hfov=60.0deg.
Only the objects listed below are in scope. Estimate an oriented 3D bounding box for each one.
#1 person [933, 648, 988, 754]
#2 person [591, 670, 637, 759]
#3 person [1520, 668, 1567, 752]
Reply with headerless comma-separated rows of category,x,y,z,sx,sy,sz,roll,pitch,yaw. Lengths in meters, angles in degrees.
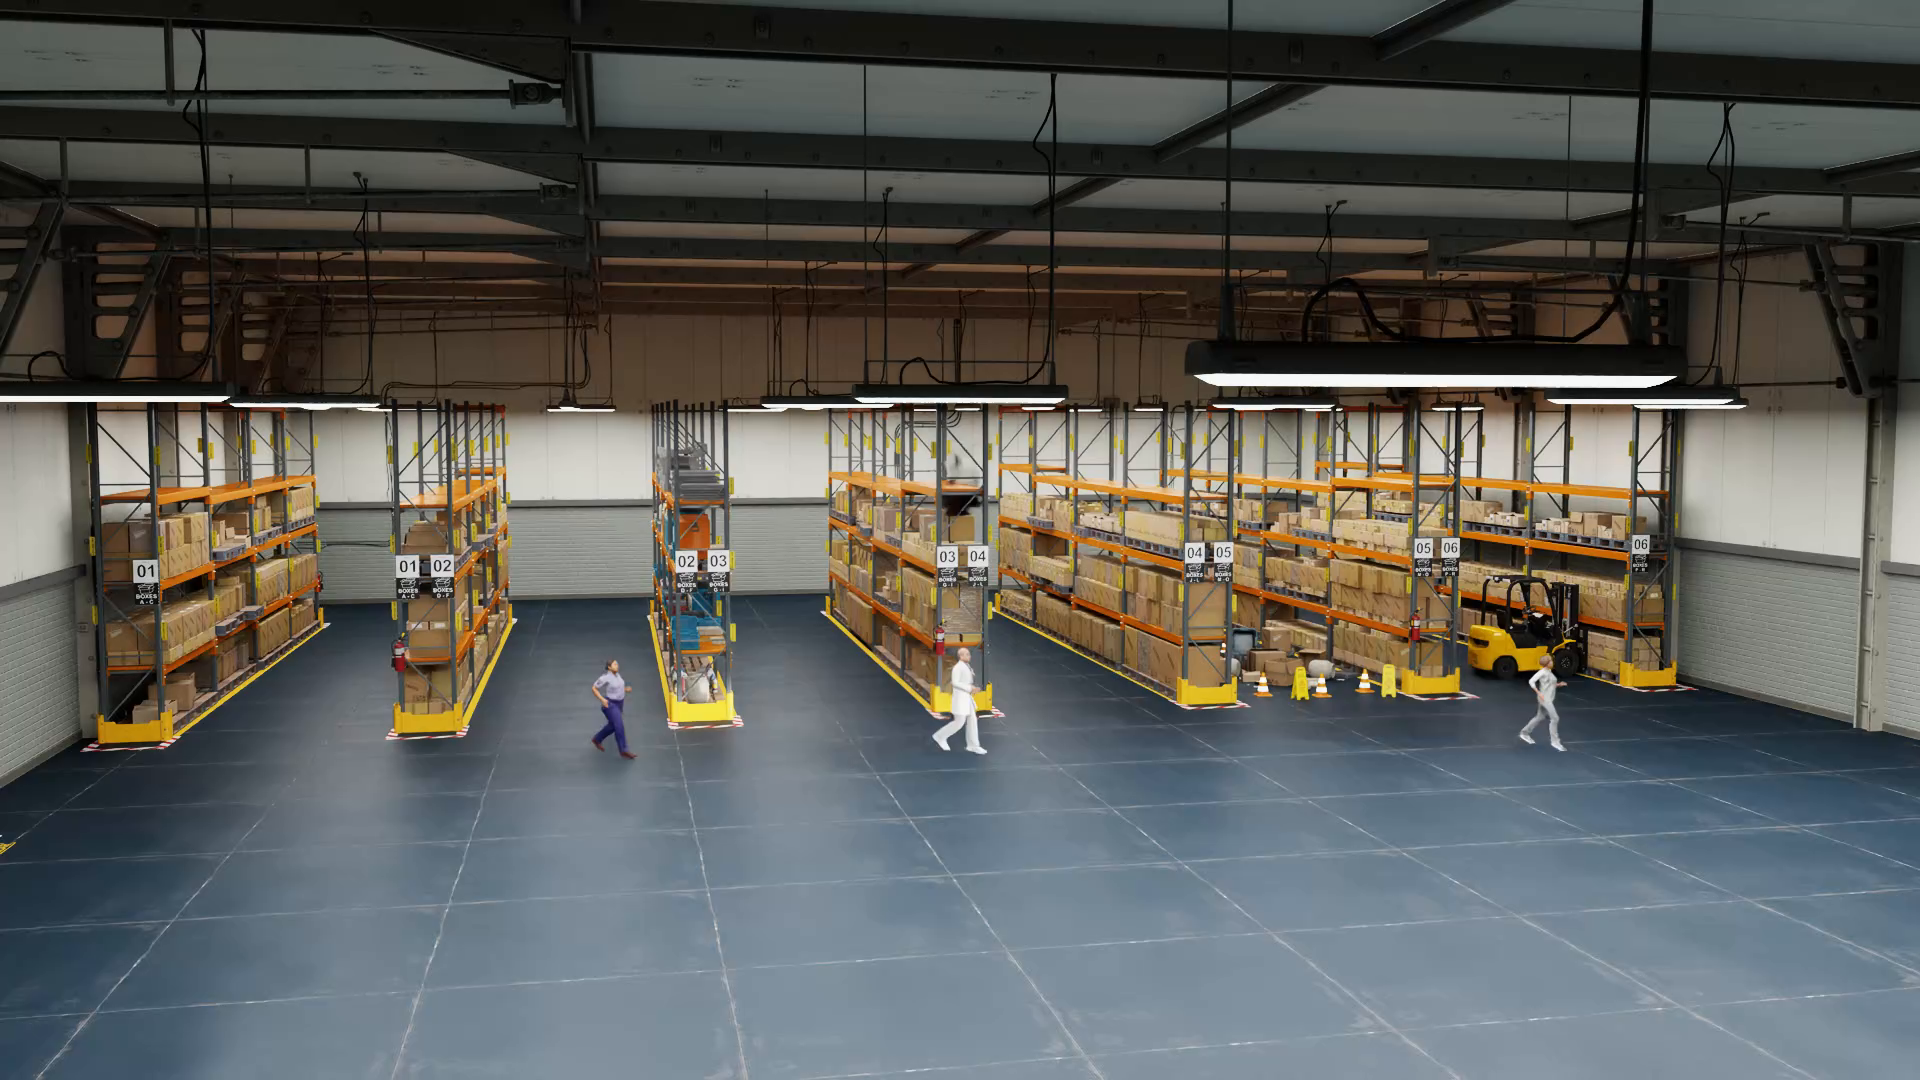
person,0.008,2.714,28.126,0.934,1.799,0.734,1,4,17
person,-5.794,2.892,27.773,0.940,1.438,0.573,1,5,17
person,9.981,2.880,28.422,0.784,1.406,0.517,2,5,26
